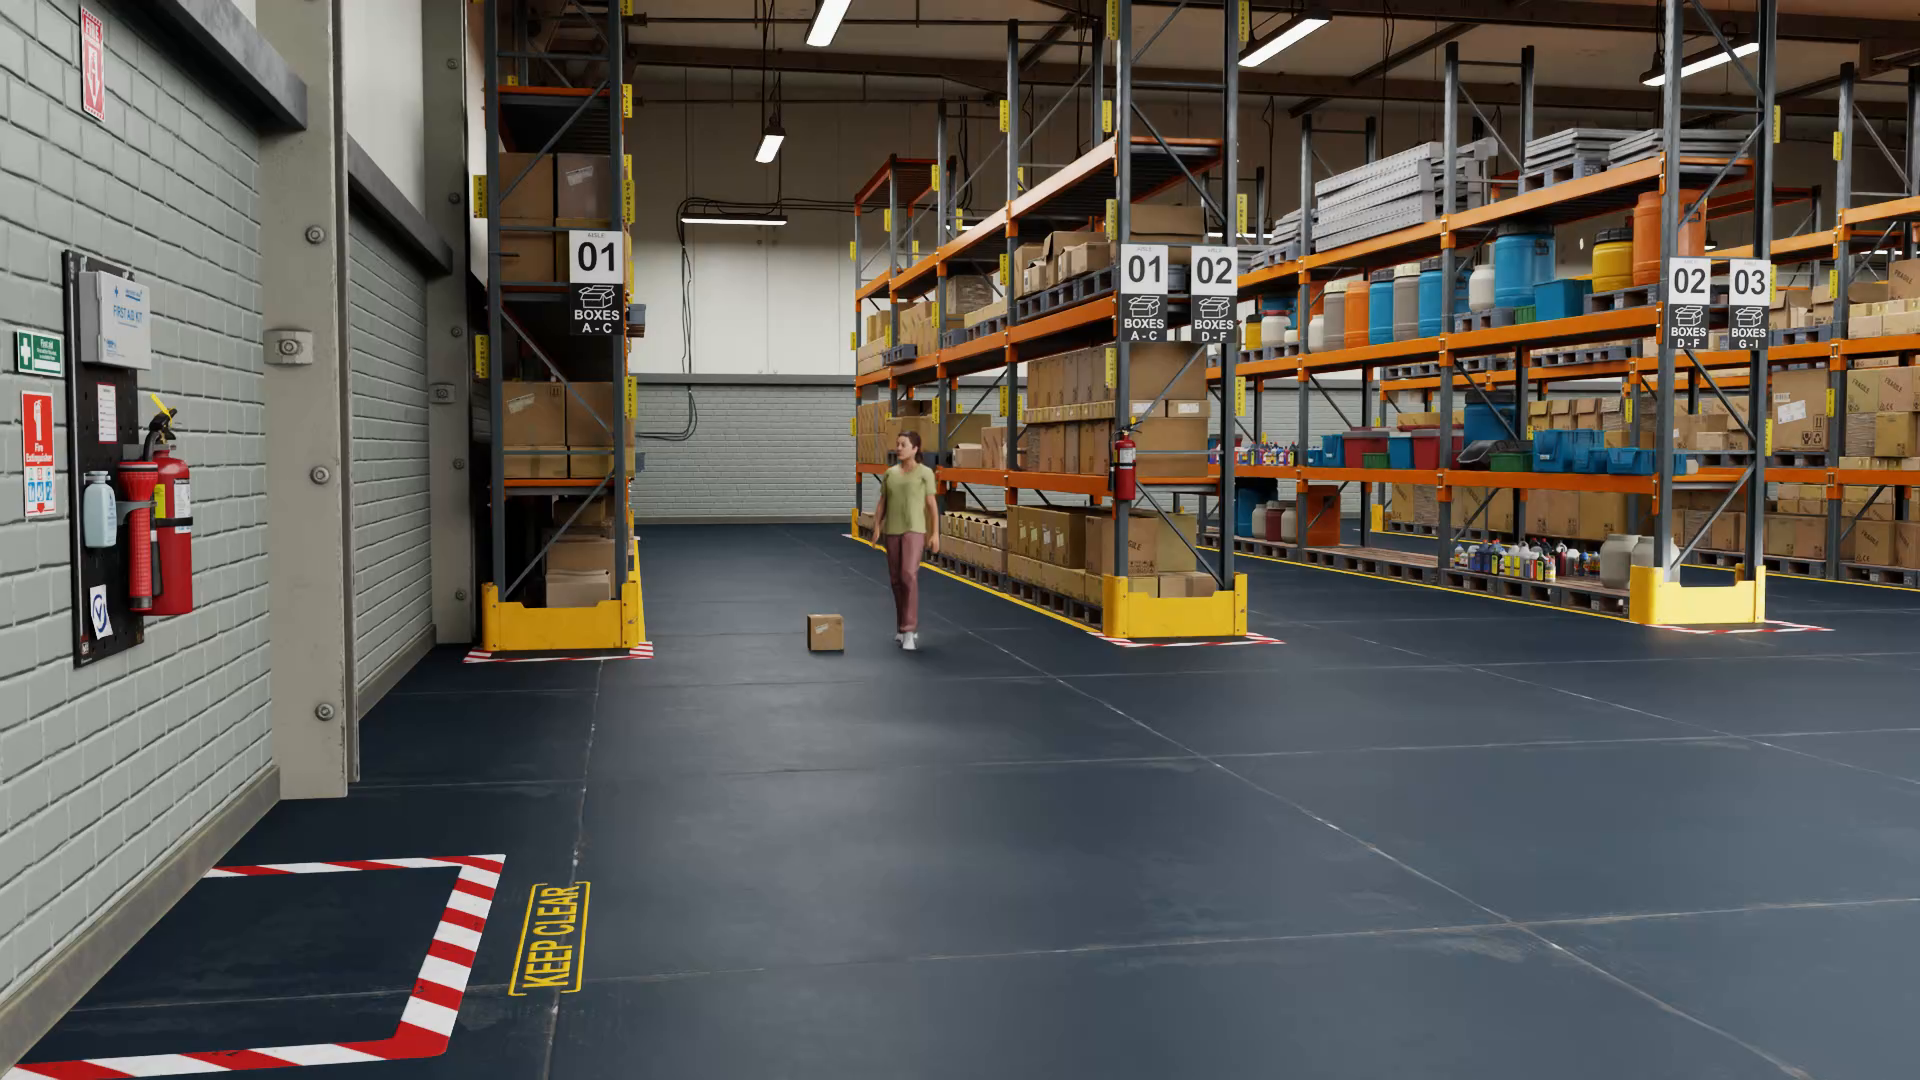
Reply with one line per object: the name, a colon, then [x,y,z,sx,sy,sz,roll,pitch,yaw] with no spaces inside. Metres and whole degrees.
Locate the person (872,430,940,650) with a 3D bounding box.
person: [-0.451,-0.002,12.976,0.489,1.710,0.529,1,3,25]
